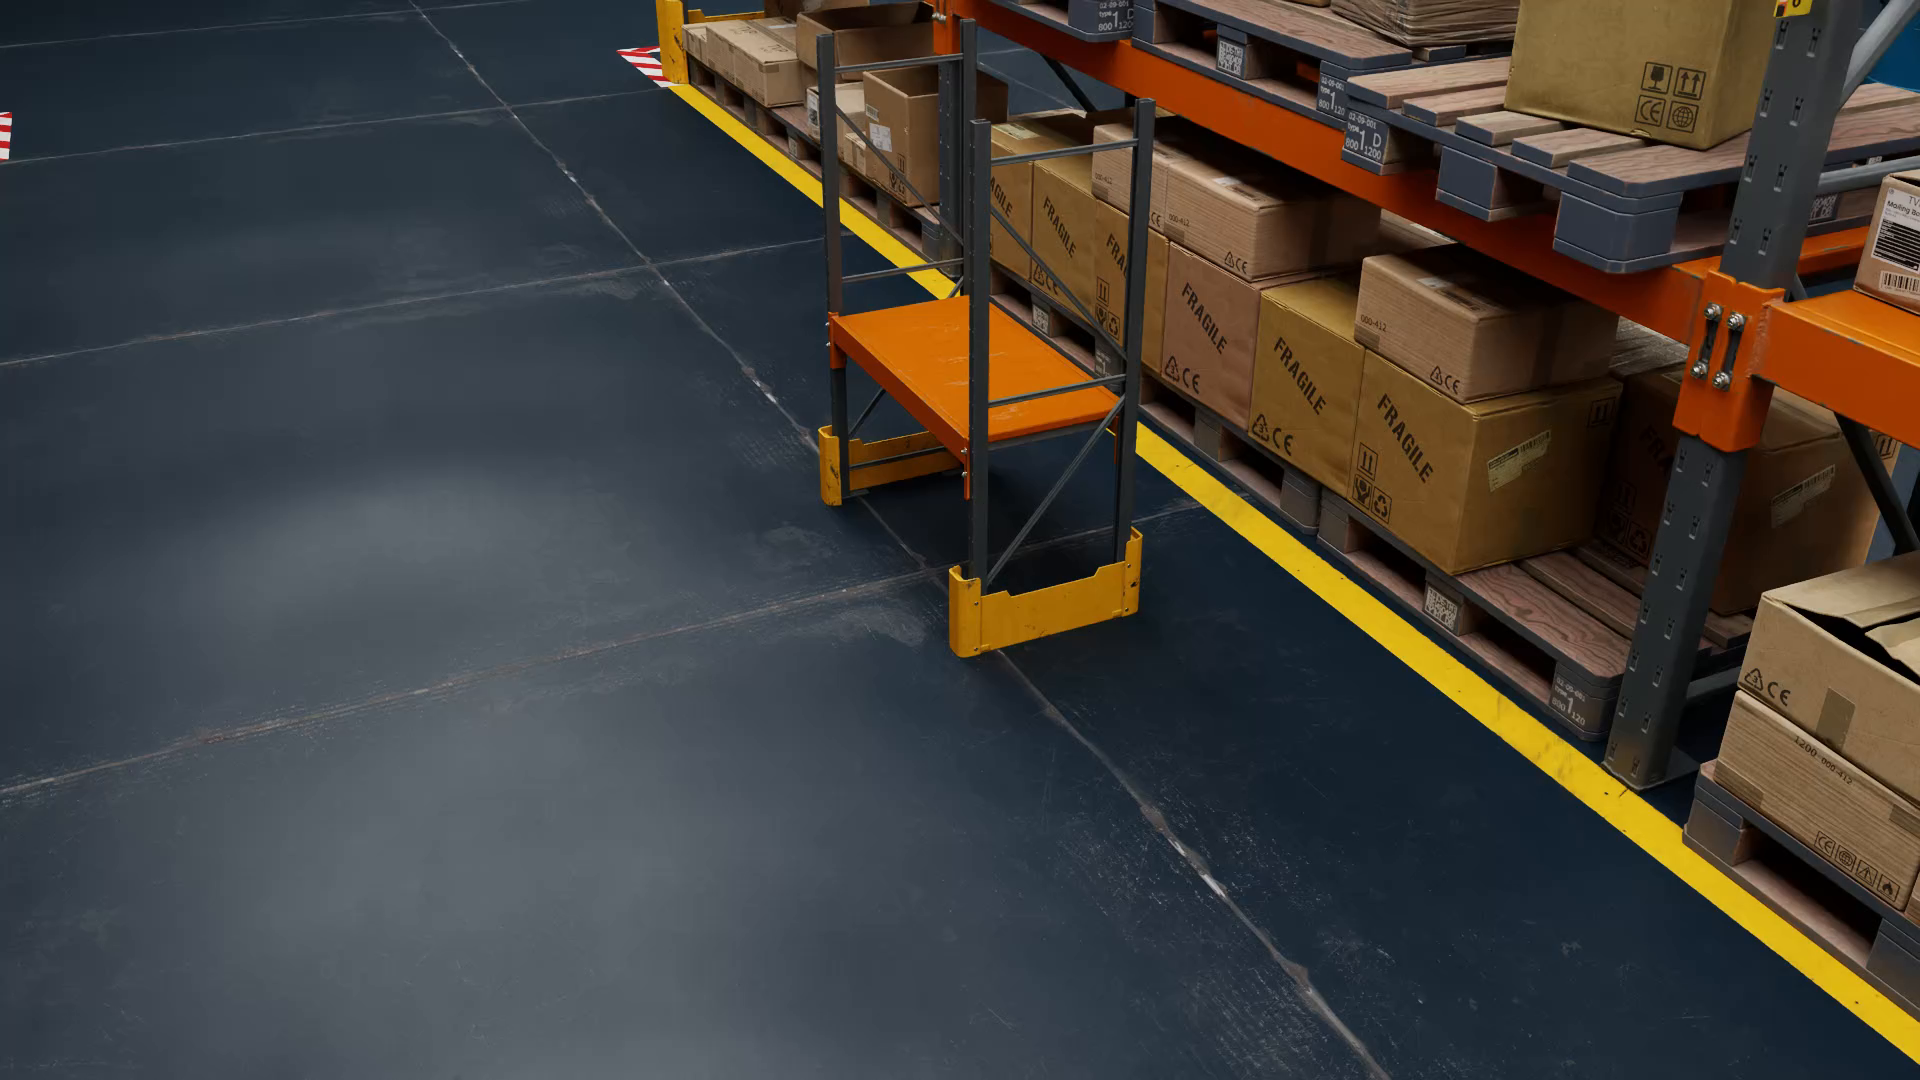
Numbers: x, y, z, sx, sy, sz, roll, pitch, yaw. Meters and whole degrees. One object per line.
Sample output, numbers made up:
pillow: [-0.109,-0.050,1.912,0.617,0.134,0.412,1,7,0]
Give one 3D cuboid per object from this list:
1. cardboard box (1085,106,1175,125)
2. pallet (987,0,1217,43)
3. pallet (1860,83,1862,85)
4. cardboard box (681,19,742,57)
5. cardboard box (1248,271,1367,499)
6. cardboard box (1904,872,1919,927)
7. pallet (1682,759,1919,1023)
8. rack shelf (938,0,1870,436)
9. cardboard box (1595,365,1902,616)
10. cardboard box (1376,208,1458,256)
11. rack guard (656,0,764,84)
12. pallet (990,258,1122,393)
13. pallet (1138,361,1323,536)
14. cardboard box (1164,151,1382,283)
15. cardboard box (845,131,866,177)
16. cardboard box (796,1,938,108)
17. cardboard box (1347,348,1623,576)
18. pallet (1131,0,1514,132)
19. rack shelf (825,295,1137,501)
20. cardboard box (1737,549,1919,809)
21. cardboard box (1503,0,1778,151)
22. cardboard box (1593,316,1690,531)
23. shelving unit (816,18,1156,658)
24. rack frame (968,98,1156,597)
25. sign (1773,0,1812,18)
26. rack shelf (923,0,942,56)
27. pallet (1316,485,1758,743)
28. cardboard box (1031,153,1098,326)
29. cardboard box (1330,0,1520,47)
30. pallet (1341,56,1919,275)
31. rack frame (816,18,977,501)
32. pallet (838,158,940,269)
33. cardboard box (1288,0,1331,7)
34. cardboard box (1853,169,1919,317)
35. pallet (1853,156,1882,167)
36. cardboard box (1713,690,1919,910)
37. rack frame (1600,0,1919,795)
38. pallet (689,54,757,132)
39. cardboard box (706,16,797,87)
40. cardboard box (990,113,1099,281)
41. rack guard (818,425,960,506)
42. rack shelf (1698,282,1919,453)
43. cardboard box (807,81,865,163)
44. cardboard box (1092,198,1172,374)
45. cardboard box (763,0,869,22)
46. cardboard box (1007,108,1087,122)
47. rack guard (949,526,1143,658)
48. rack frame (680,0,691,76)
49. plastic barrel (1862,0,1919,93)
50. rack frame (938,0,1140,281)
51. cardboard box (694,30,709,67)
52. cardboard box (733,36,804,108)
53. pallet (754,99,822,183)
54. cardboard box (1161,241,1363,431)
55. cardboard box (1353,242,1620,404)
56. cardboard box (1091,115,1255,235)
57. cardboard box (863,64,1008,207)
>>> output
cardboard box: [0.857,-1.519,6.998,0.500,0.500,0.500,-13,32,-22]
pallet: [0.630,-2.116,6.153,1.003,0.211,1.213,-13,32,-22]
pallet: [4.511,-2.714,9.875,1.003,0.211,1.213,-13,32,-22]
cardboard box: [-1.462,-3.034,10.058,0.380,0.149,0.250,-13,32,-22]
cardboard box: [1.268,-0.503,5.185,0.500,0.500,0.500,-14,32,-24]
cardboard box: [2.279,0.723,3.276,0.500,0.250,0.500,-14,32,-23]
pallet: [2.421,0.780,3.644,1.003,0.211,1.213,-13,32,-22]
rack shelf: [1.245,-1.378,5.376,1.077,0.370,4.000,-13,32,-22]
cardboard box: [2.166,-0.171,4.594,0.500,0.500,0.500,-12,31,-20]
cardboard box: [1.497,-0.853,5.811,0.500,0.500,0.500,-14,32,-24]
rack guard: [-1.299,-3.218,10.478,1.175,0.500,0.348,-13,32,-22]
pallet: [0.769,-1.008,6.831,1.003,0.211,1.213,-13,32,-22]
pallet: [1.297,-0.468,5.869,1.003,0.211,1.213,-13,32,-22]
cardboard box: [1.019,-1.076,5.441,0.500,0.250,0.500,-14,32,-23]
cardboard box: [-0.330,-1.869,7.981,0.380,0.149,0.250,-13,32,-22]
cardboard box: [-0.425,-2.507,8.757,0.797,0.503,0.637,-13,32,-22]
cardboard box: [1.490,-0.274,4.778,0.500,0.500,0.500,-12,31,-20]
pallet: [1.264,-1.583,5.202,1.003,0.211,1.213,-13,32,-22]
rack shelf: [0.037,-0.460,4.904,0.538,0.185,1.000,-13,32,-22]
cardboard box: [2.063,0.256,3.535,0.500,0.311,0.500,-12,31,-20]
cardboard box: [1.731,-1.290,3.952,0.700,0.500,0.500,-26,38,-38]
cardboard box: [1.936,-0.401,5.005,0.500,0.500,0.500,-14,32,-24]
shelving unit: [0.033,-0.620,4.823,0.587,1.500,1.083,-13,32,-22]
rack frame: [0.255,-0.392,4.416,0.500,1.500,0.032,-13,32,-22]
sign: [1.617,-1.161,3.150,0.100,0.325,0.005,-13,32,-22]
rack shelf: [-0.473,-3.145,8.527,1.077,0.370,4.000,-13,32,-22]
pallet: [1.817,0.070,4.909,1.003,0.211,1.213,-13,32,-22]
cardboard box: [0.613,-1.179,6.391,0.500,0.500,0.500,-13,32,-21]
cardboard box: [1.511,-1.734,4.744,0.700,0.500,0.500,-7,30,-13]
pallet: [1.749,-1.009,4.179,1.213,0.211,1.003,-13,32,-22]
rack frame: [-0.182,-0.841,5.216,0.500,1.500,0.032,-13,32,-22]
pallet: [0.092,-1.663,7.999,1.003,0.211,1.213,-13,32,-22]
cardboard box: [1.200,-2.035,5.280,0.700,0.500,0.500,-22,36,-34]
cardboard box: [2.220,-0.600,3.344,0.500,0.311,0.500,-11,31,-19]
pallet: [5.155,-2.048,8.686,1.003,0.211,1.213,-13,32,-22]
cardboard box: [2.063,0.501,3.672,0.500,0.250,0.500,-13,32,-22]
rack frame: [2.103,-0.808,3.625,1.000,3.000,0.127,-13,32,-22]
pallet: [-0.955,-2.740,9.922,1.003,0.211,1.213,-13,32,-22]
cardboard box: [-1.139,-2.814,9.563,0.500,0.250,0.500,-13,32,-22]
cardboard box: [0.374,-1.412,6.807,0.500,0.500,0.500,-15,32,-24]
rack guard: [-0.181,-0.295,5.521,0.587,0.250,0.087,-13,32,-22]
rack shelf: [2.962,0.389,2.225,1.077,0.370,4.000,-13,32,-22]
cardboard box: [-0.437,-2.118,8.259,0.500,0.311,0.500,-13,32,-22]
cardboard box: [0.820,-0.957,5.995,0.500,0.500,0.500,-13,32,-21]
cardboard box: [-0.875,-3.255,10.095,0.500,0.500,0.500,-13,32,-22]
cardboard box: [0.401,-1.825,7.738,0.500,0.311,0.500,-13,32,-22]
rack guard: [0.247,0.145,4.736,0.587,0.250,0.087,-13,32,-22]
rack frame: [-1.331,-4.342,9.927,1.000,3.000,0.127,-13,32,-22]
plastic barrel: [5.079,-2.638,8.603,0.600,0.901,0.708,-13,32,-22]
rack frame: [0.386,-2.575,6.776,1.000,3.000,0.127,-13,32,-22]
cardboard box: [-1.355,-2.931,9.857,0.380,0.166,0.250,-13,32,-22]
cardboard box: [-0.925,-2.593,9.170,0.500,0.250,0.500,-13,32,-22]
pallet: [-0.436,-2.202,8.962,1.003,0.211,1.213,-13,32,-22]
cardboard box: [1.037,-0.733,5.596,0.500,0.500,0.500,-14,32,-24]
cardboard box: [1.462,-0.625,4.637,0.500,0.250,0.500,-12,31,-20]
cardboard box: [0.803,-1.298,5.836,0.500,0.250,0.500,-13,32,-22]
cardboard box: [-0.115,-1.869,7.622,0.500,0.500,0.500,-13,32,-22]
